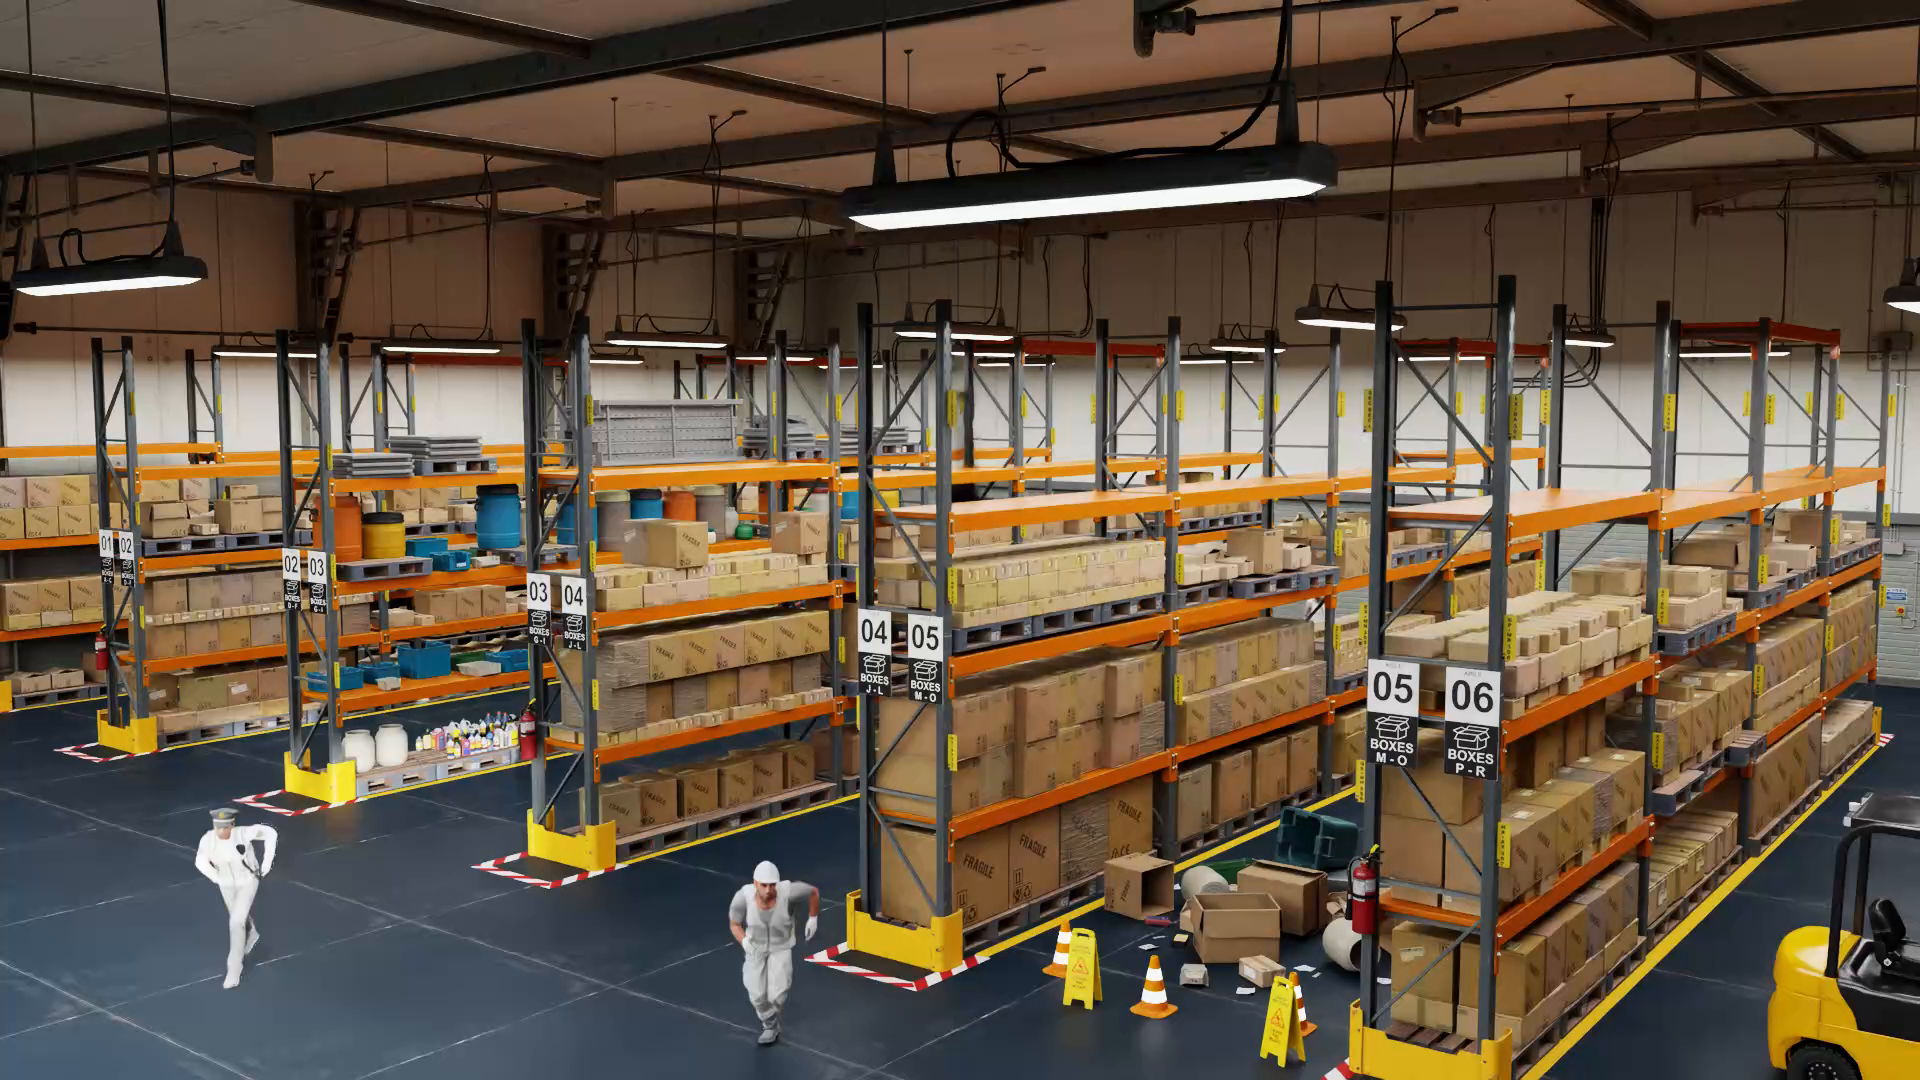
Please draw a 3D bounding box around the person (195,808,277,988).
[{"bbox_3d":[-6.432,3.115,14.880,0.657,1.619,0.957,-1,5,-8],"label":"person"}]

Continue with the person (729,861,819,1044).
[{"bbox_3d":[-1.449,3.237,13.011,0.696,1.601,0.819,0,5,-4],"label":"person"}]

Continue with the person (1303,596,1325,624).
[{"bbox_3d":[6.664,1.642,30.627,0.702,1.719,0.525,0,5,-4],"label":"person"}]
